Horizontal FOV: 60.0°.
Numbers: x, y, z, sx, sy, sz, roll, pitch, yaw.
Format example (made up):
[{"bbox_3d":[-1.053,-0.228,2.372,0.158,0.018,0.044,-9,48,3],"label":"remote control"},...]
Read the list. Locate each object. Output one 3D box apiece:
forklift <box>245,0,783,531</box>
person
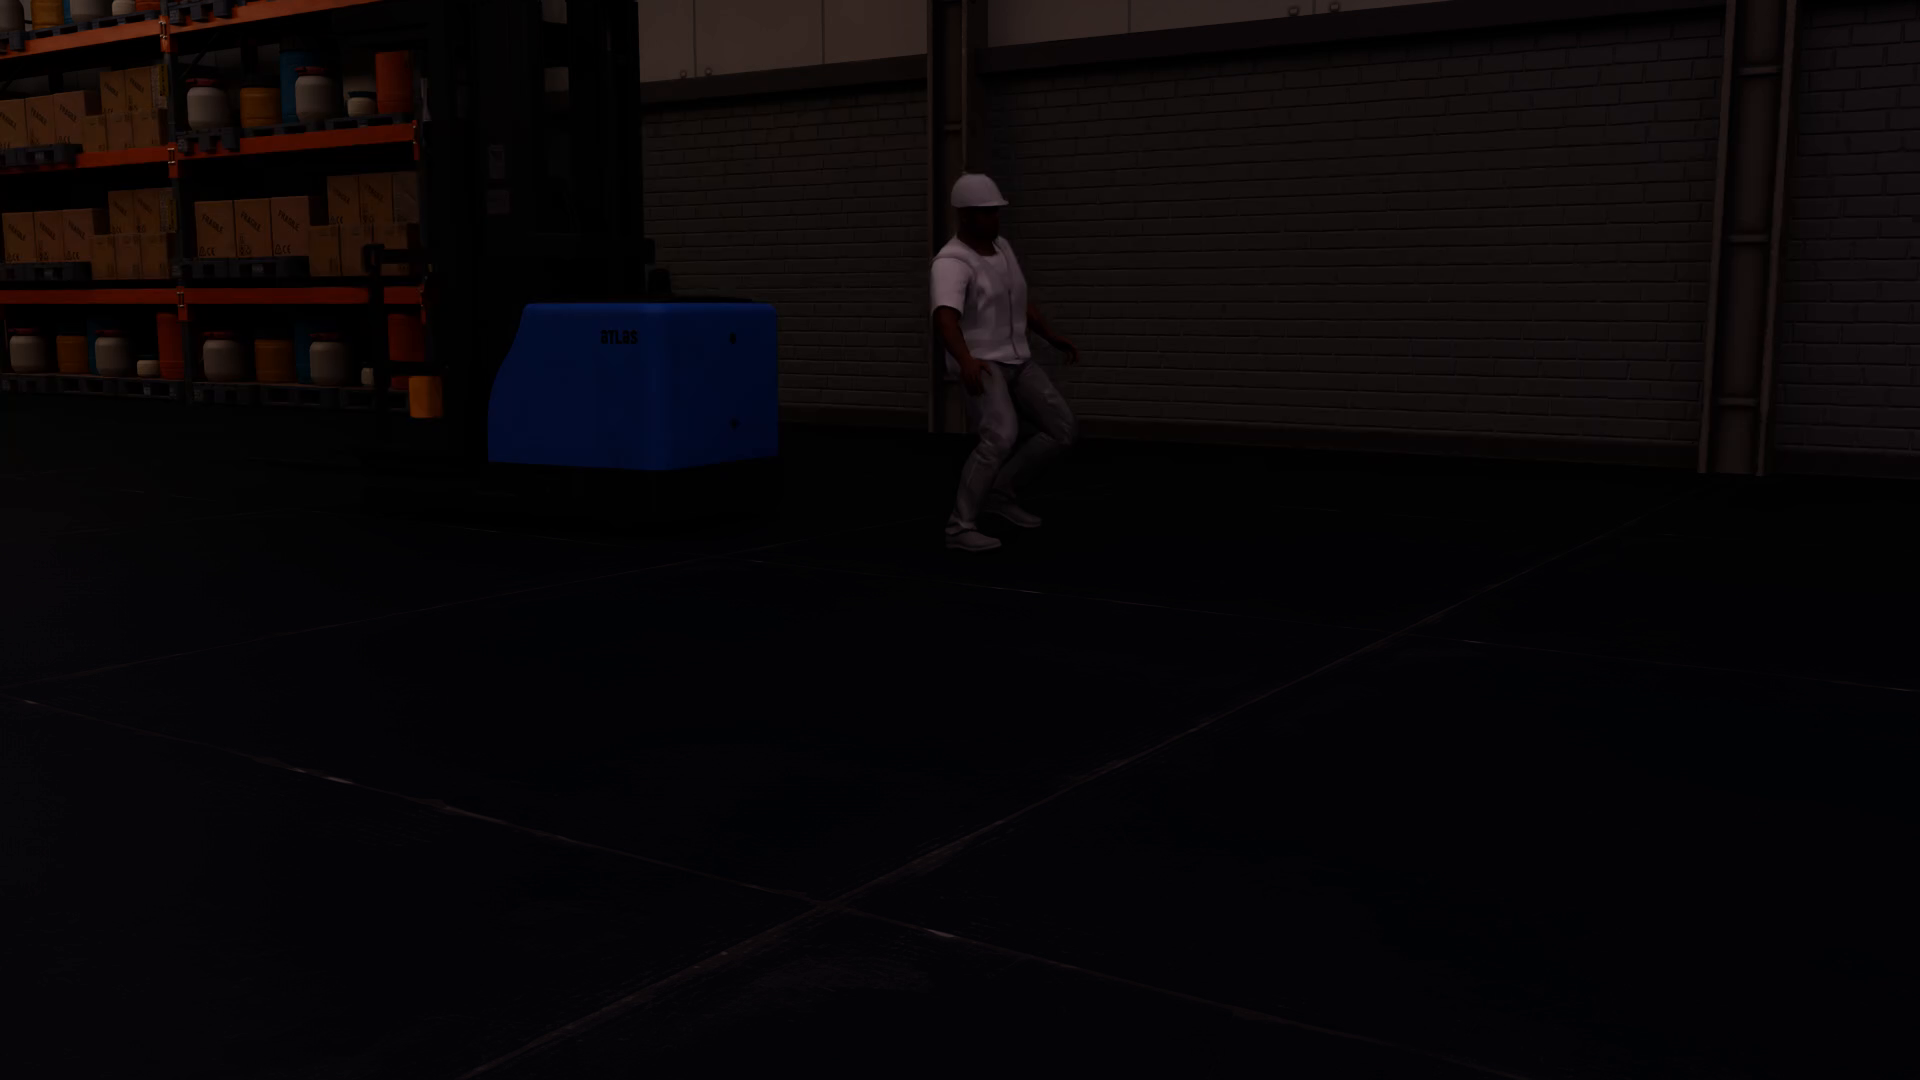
[{"bbox_3d":[-2.447,-1.617,8.565,3.031,2.935,1.130,4,9,28],"label":"forklift"},{"bbox_3d":[0.157,-0.794,7.391,0.548,1.644,0.912,6,10,37],"label":"person"}]
